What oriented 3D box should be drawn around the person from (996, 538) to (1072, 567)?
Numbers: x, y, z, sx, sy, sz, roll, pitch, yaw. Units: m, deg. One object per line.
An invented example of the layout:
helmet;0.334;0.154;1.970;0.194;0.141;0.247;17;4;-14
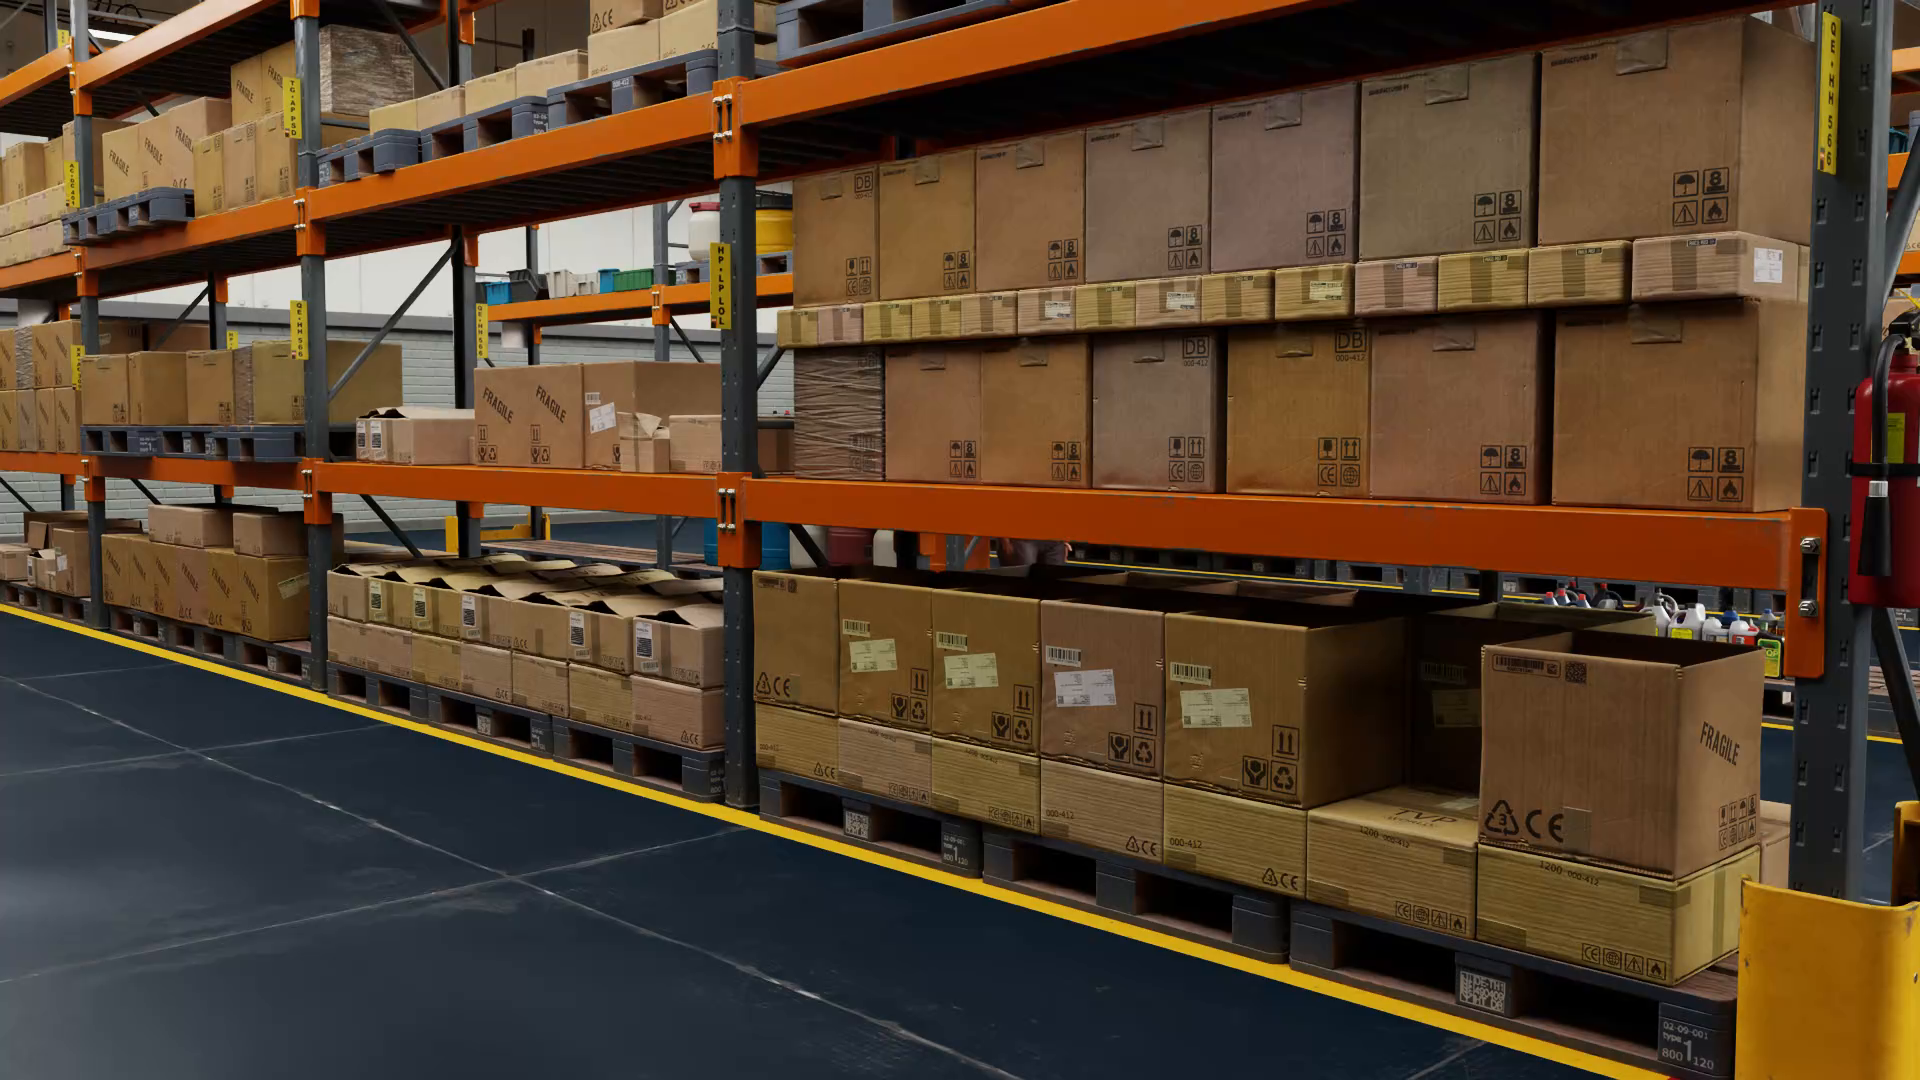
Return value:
person;0.412;0.016;9.341;0.532;1.727;0.359;-4;5;-42
